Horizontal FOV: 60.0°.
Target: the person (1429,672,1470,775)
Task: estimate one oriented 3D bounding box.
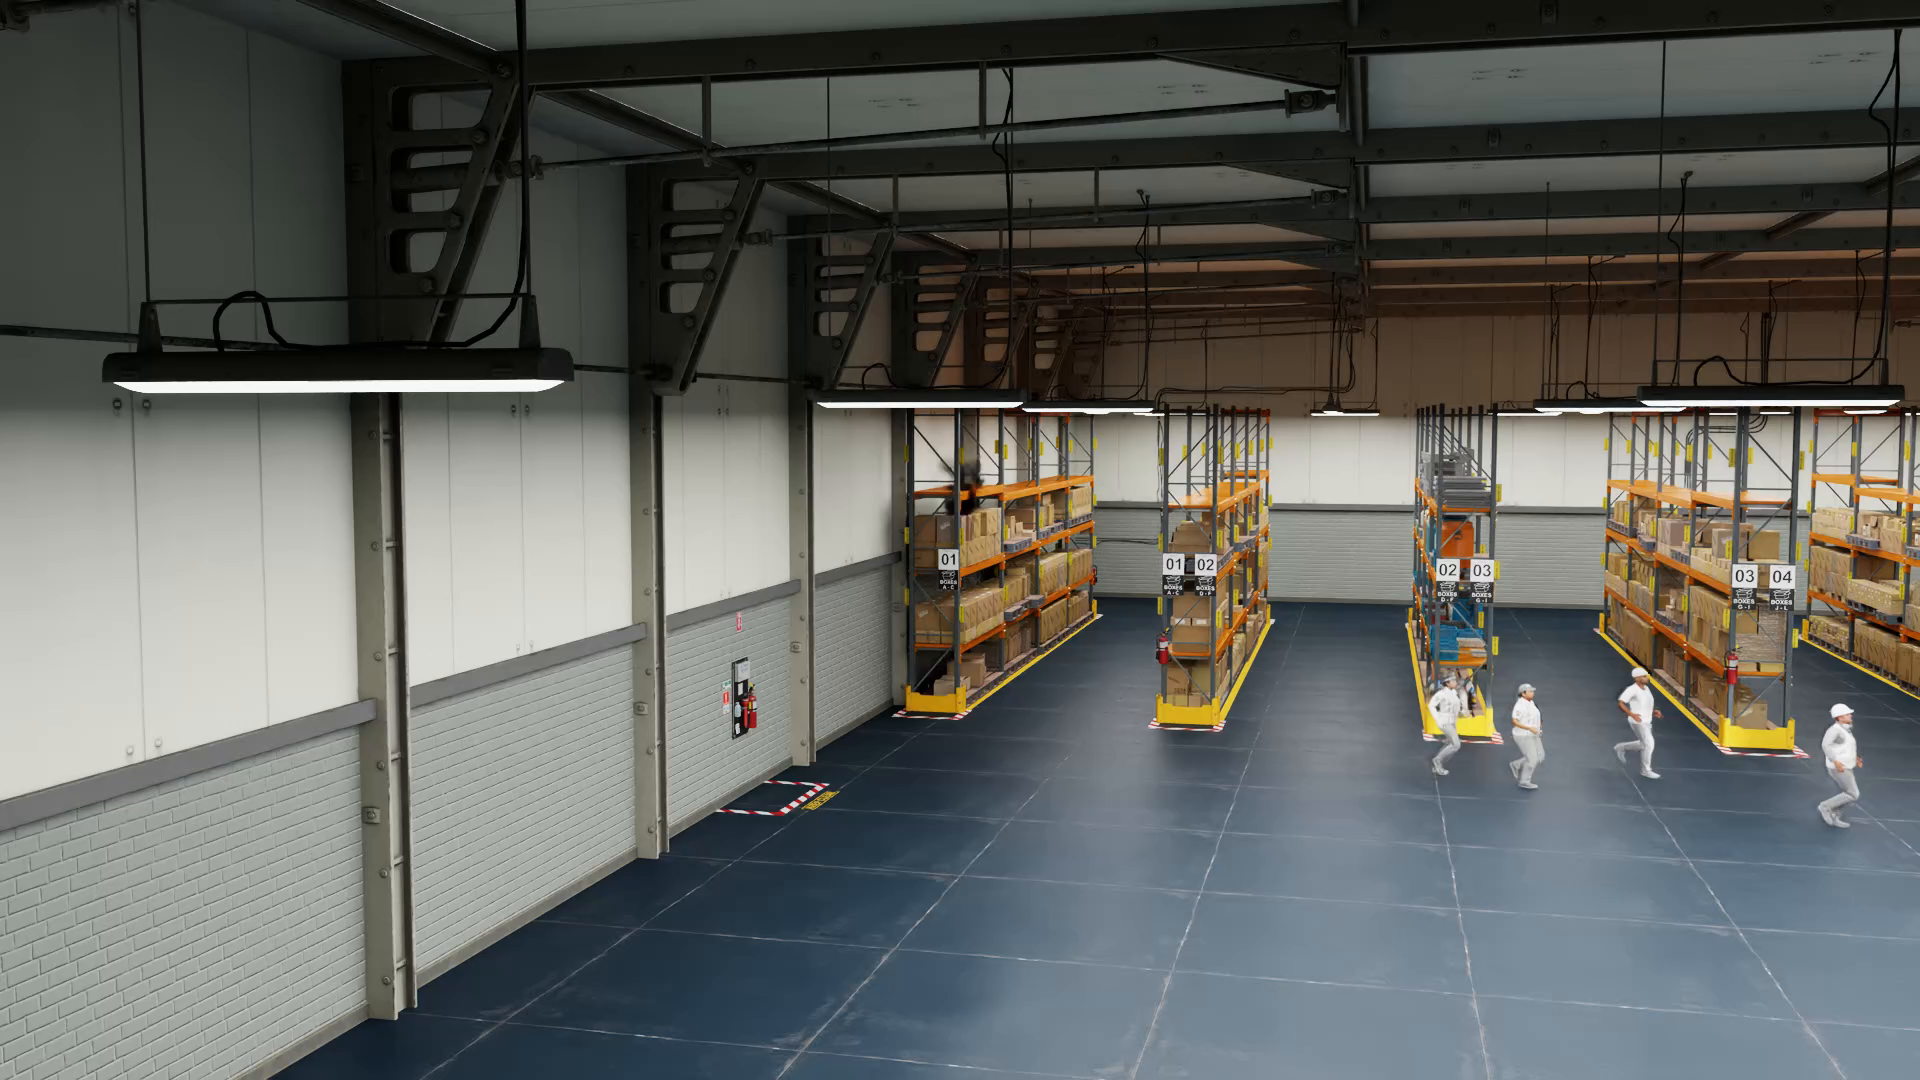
[{"bbox_3d":[7.866,2.945,26.672,0.577,1.666,0.624,3,5,39],"label":"person"}]

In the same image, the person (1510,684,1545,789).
[{"bbox_3d":[8.784,3.035,25.823,0.575,1.615,0.604,4,6,42],"label":"person"}]

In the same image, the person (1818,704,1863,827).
[{"bbox_3d":[12.331,3.162,23.269,0.515,1.735,0.666,4,5,41],"label":"person"}]

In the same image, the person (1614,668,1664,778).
[{"bbox_3d":[10.884,2.918,26.736,0.700,1.747,0.796,-4,6,-44],"label":"person"}]
